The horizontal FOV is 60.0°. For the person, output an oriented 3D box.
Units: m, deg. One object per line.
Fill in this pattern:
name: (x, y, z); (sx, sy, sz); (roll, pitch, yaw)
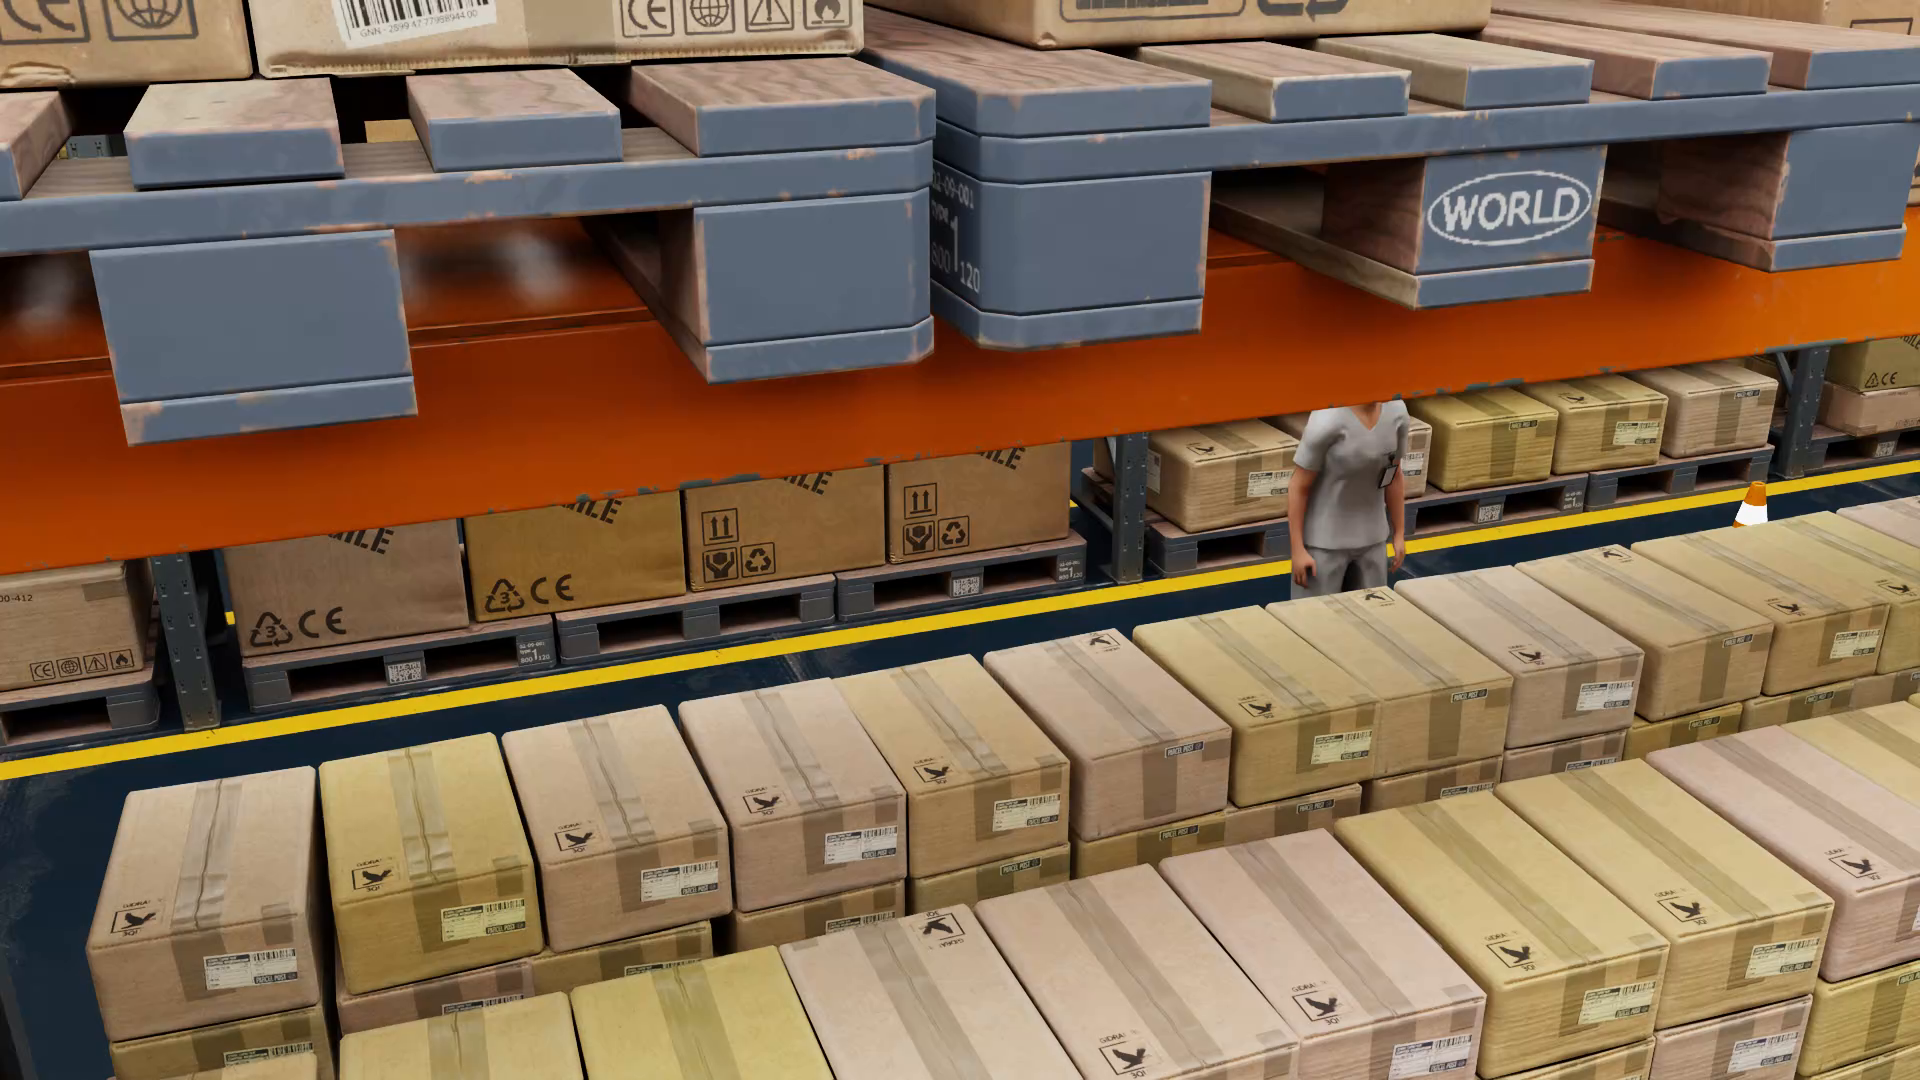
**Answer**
person: (1.396, 0.021, 6.043); (0.503, 1.673, 0.349); (-9, 24, -20)
